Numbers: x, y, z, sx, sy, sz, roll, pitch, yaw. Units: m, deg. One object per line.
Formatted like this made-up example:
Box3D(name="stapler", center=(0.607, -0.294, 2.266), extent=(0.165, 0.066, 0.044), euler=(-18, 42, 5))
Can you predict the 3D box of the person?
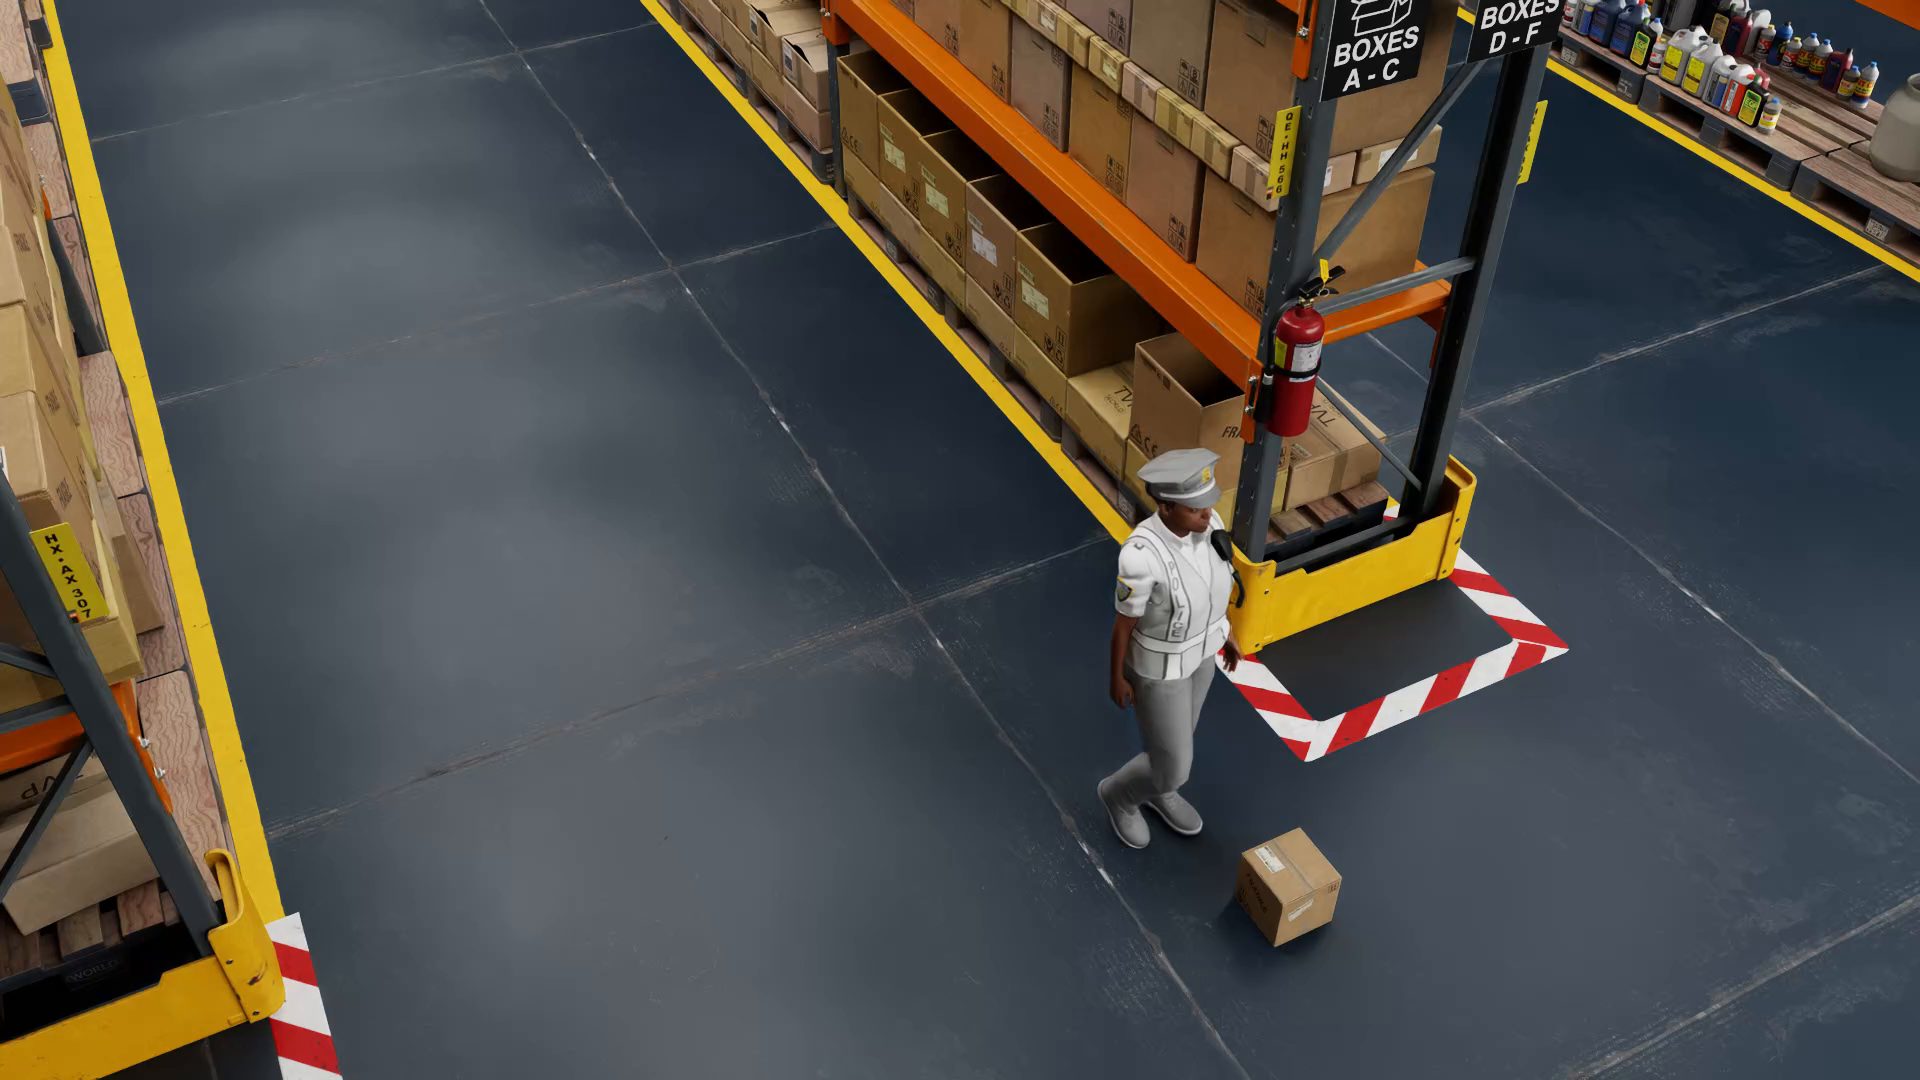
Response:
Box3D(name="person", center=(0.752, 0.406, 5.684), extent=(0.410, 1.713, 0.465), euler=(33, 51, 32))
